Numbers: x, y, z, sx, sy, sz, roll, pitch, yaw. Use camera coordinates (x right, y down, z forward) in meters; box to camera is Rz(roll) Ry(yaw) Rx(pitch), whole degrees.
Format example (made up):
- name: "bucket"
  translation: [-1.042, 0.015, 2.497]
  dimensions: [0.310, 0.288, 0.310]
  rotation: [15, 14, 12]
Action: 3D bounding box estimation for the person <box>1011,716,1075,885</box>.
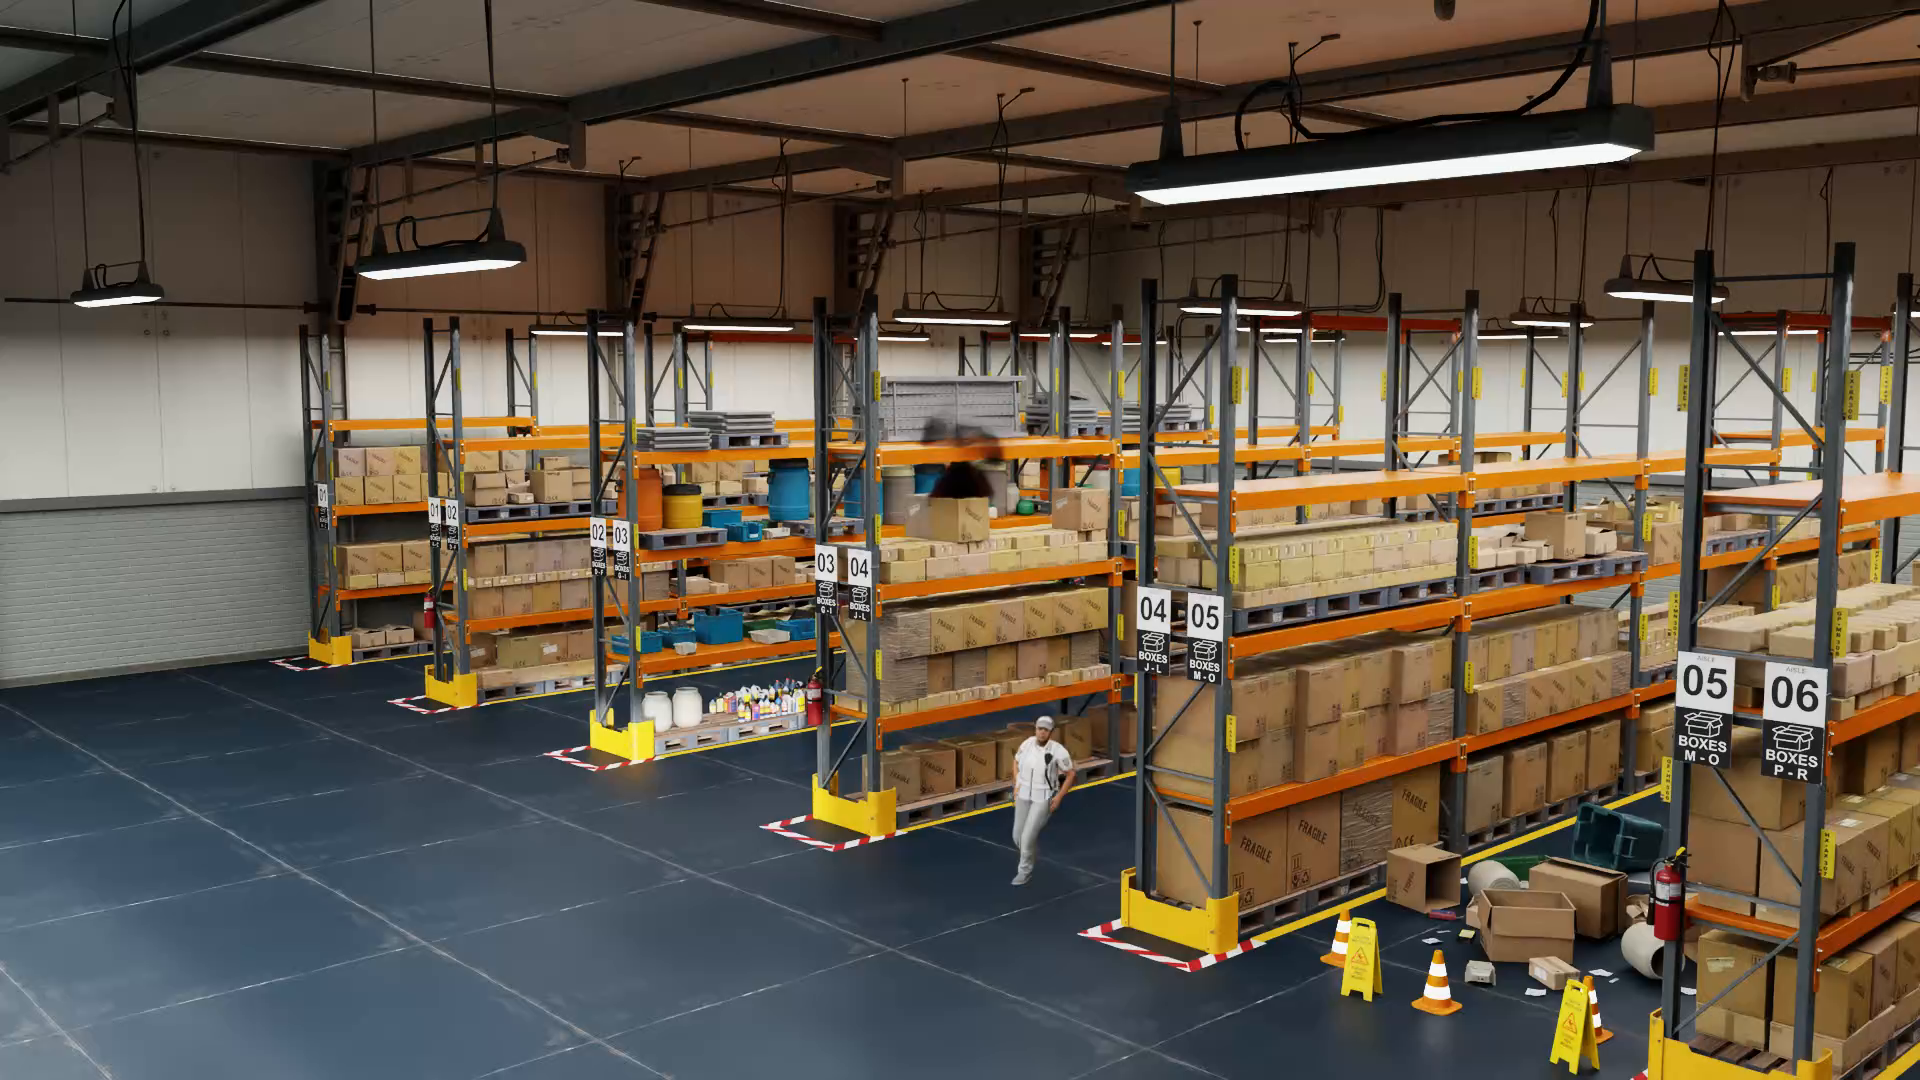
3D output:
- name: "person"
  translation: [0.787, 2.494, 15.963]
  dimensions: [0.648, 1.662, 0.611]
  rotation: [3, 6, 24]
